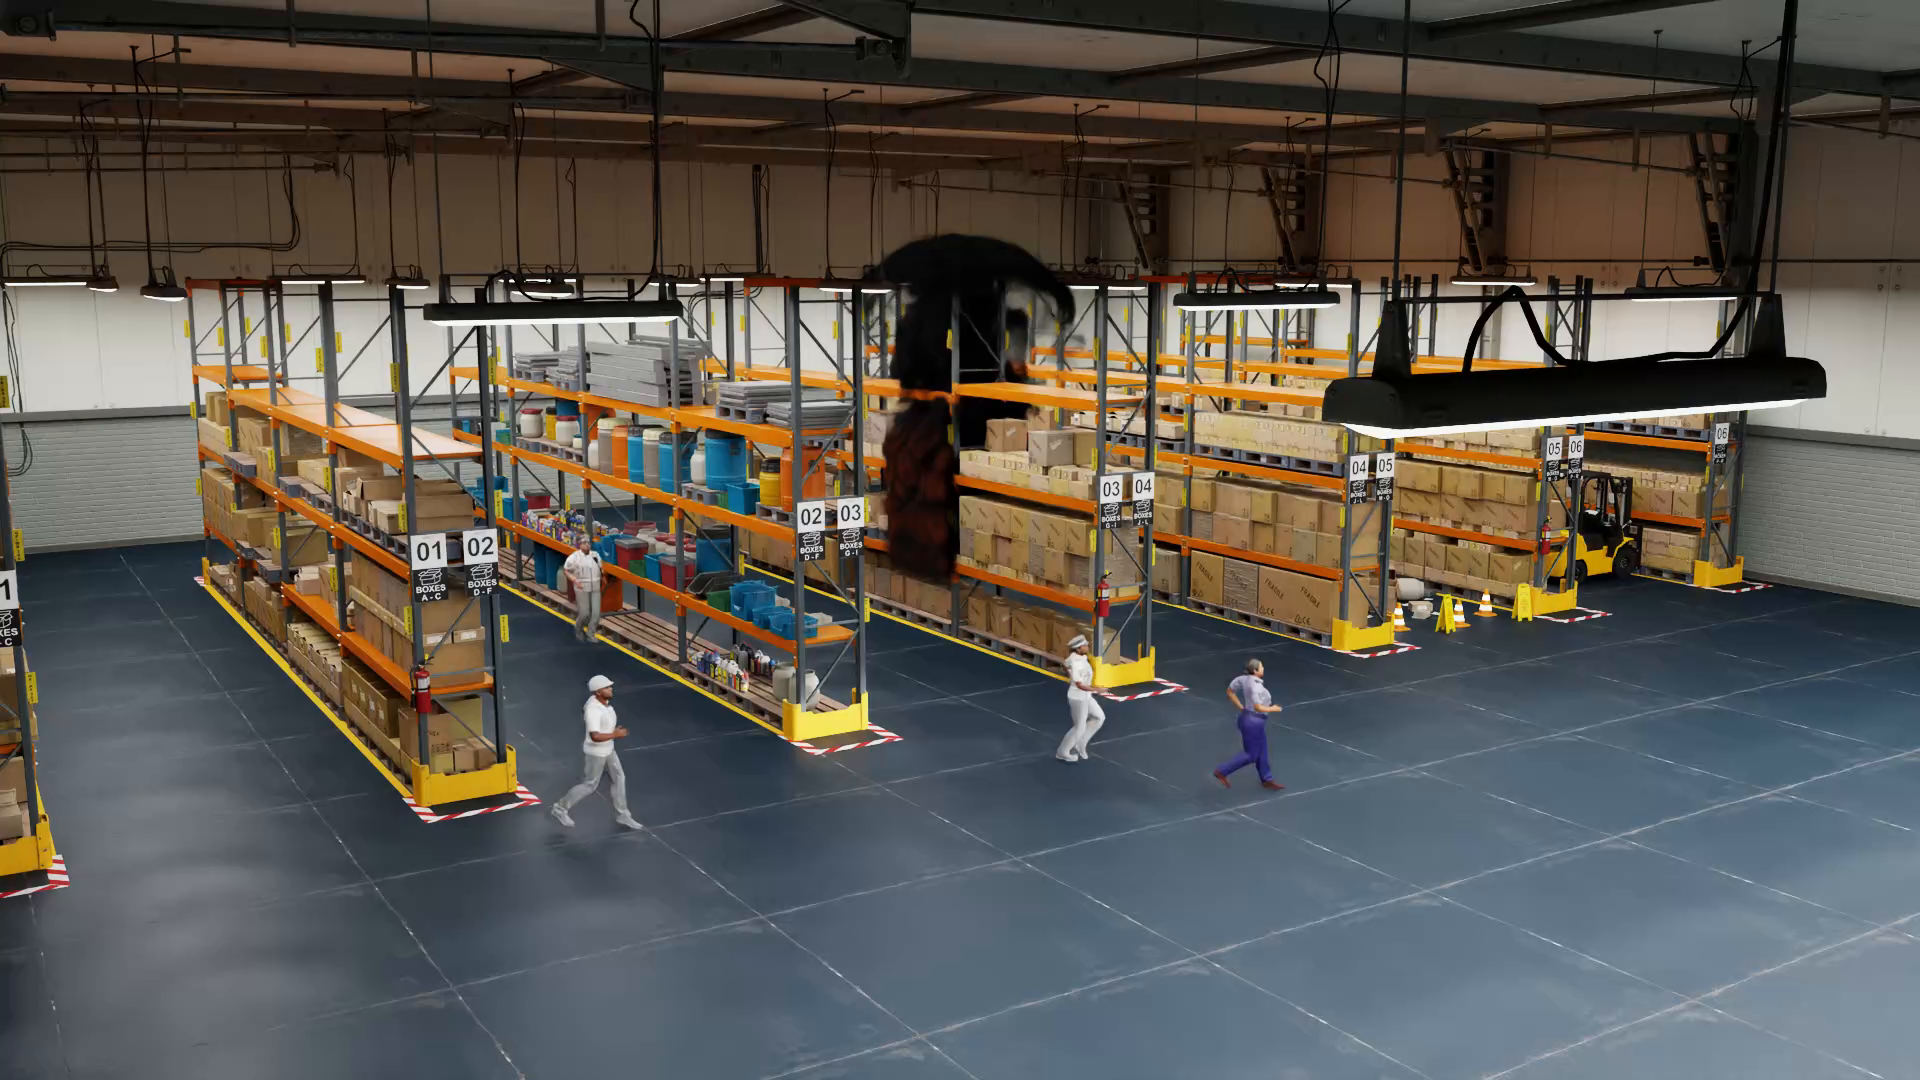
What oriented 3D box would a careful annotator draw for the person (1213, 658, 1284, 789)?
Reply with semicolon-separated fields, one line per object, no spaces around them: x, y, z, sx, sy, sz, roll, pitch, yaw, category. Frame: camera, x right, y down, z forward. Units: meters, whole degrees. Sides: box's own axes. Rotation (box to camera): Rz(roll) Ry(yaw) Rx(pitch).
3.467;2.219;19.859;0.931;1.649;0.611;-1;10;-8;person

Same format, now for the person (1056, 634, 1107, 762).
1.546;2.001;21.129;0.642;1.669;0.588;1;10;7;person

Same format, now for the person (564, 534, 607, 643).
-5.931;0.776;26.488;0.660;1.774;0.578;-7;12;-36;person

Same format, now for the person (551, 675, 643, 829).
-4.067;2.379;18.552;0.979;1.794;0.711;0;10;1;person
